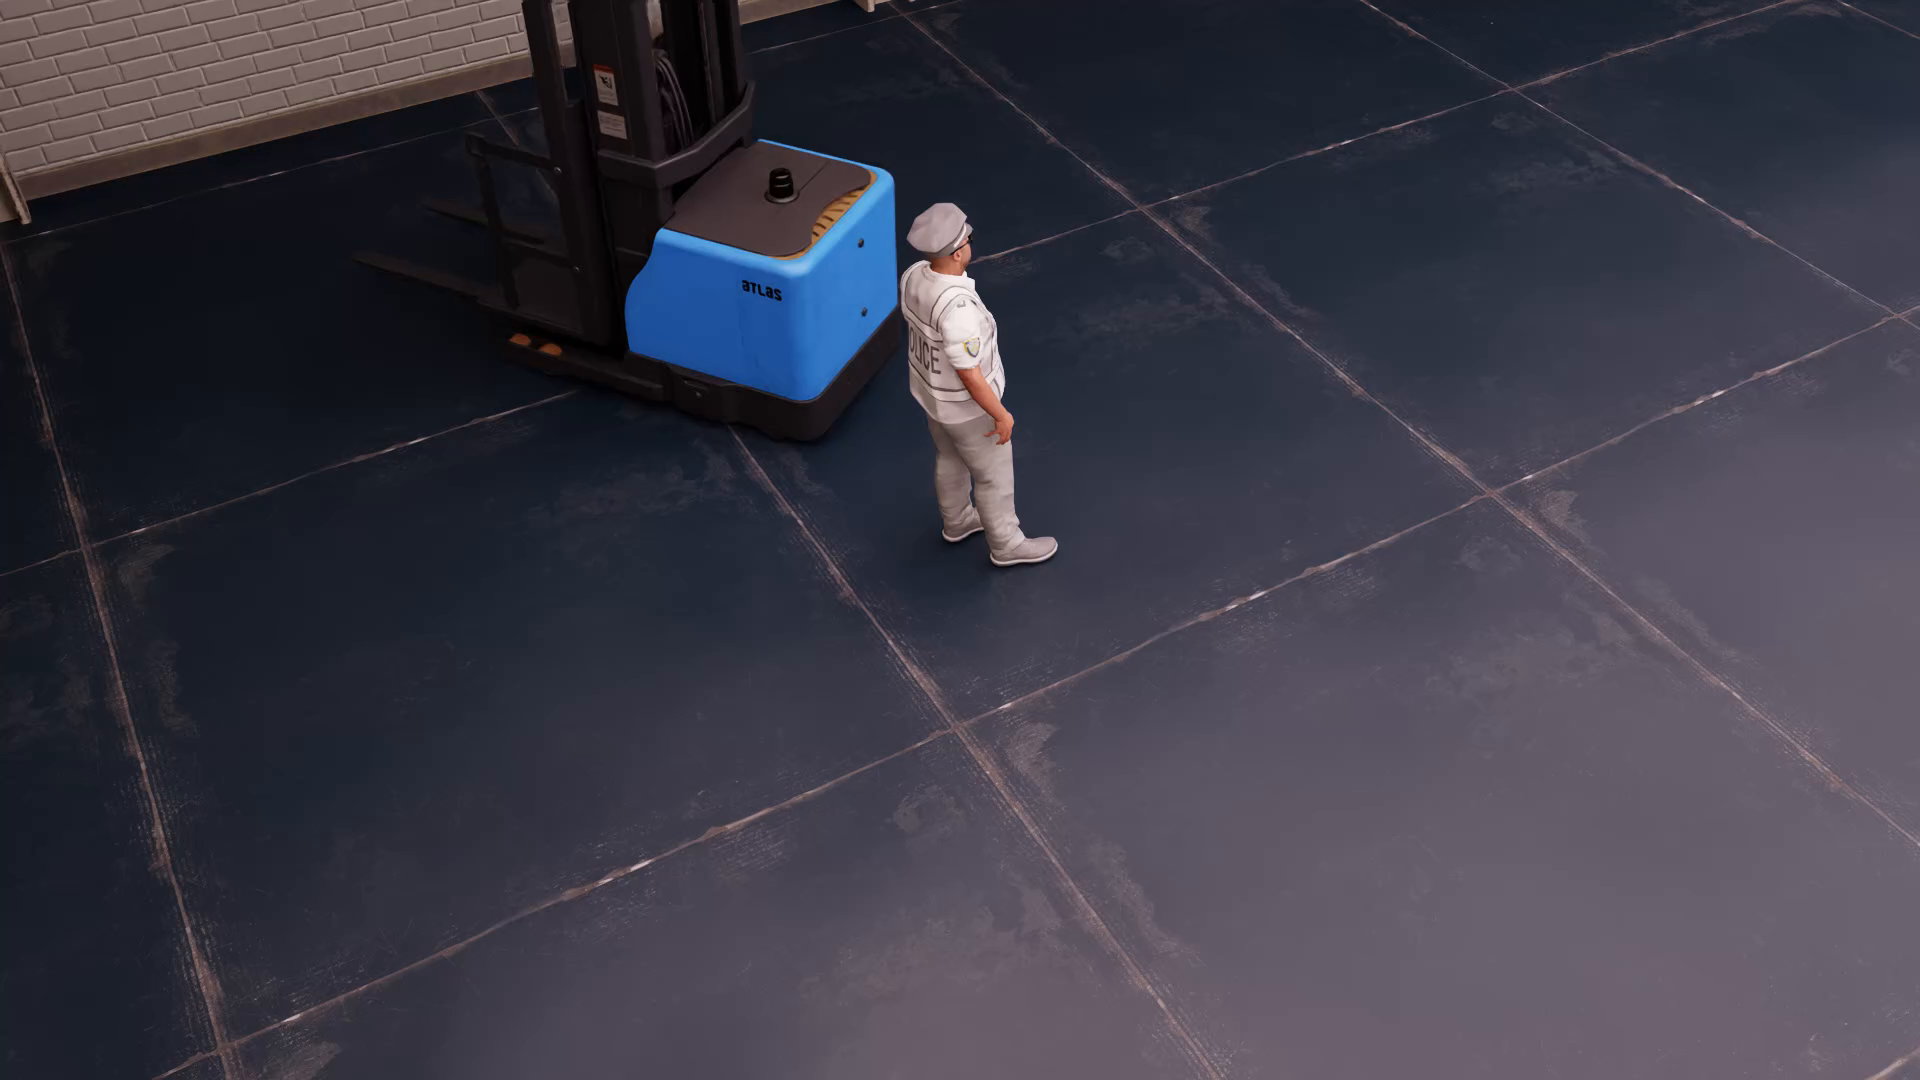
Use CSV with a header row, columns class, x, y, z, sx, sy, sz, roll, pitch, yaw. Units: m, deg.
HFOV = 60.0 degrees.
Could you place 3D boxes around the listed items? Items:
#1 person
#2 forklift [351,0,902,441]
class,x,y,z,sx,sy,sz,roll,pitch,yaw
person,0.073,-0.677,7.263,0.575,1.781,0.640,-21,47,-21
forklift,-1.869,-2.252,8.126,3.031,2.935,1.130,18,46,18
